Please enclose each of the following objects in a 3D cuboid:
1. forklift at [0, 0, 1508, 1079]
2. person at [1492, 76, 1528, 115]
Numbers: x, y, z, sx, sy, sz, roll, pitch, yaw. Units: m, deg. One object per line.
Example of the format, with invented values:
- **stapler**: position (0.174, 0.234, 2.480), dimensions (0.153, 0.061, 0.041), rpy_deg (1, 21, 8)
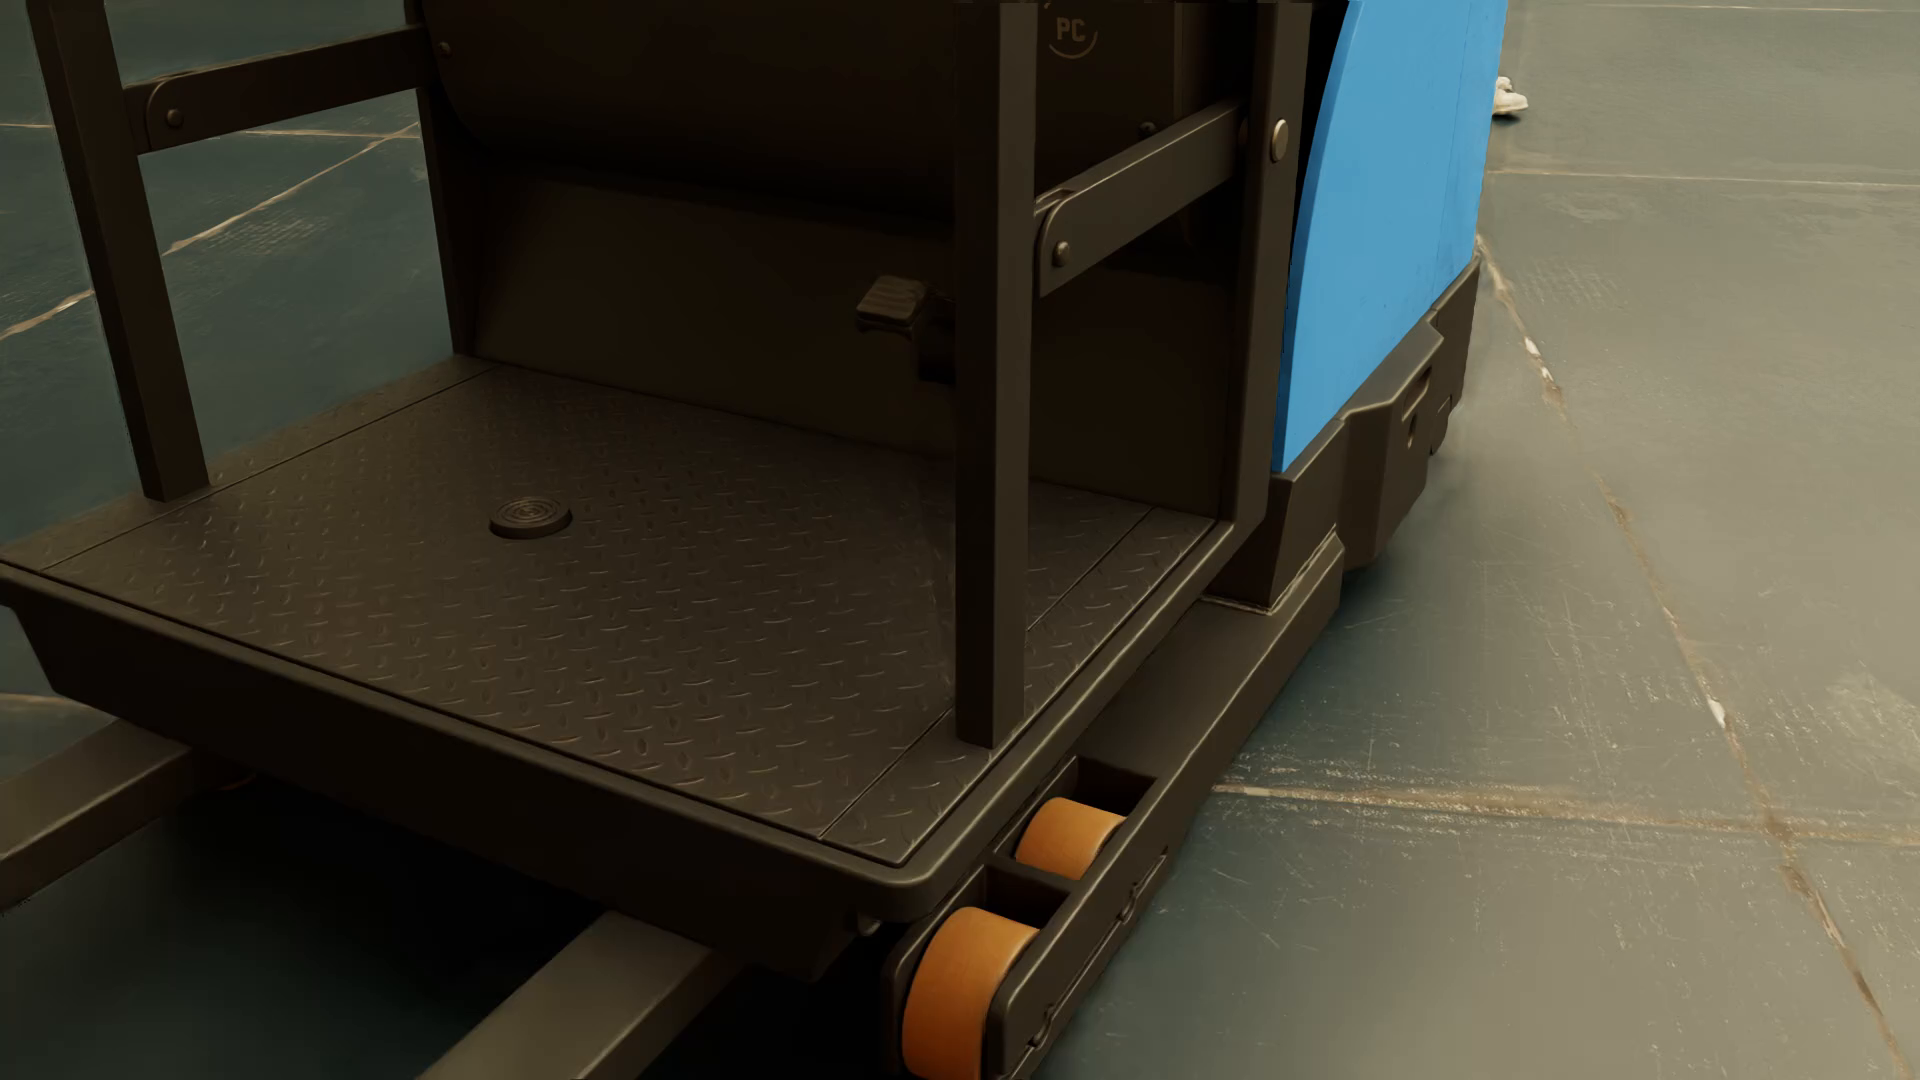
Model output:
- **forklift**: position (-0.286, -1.041, 1.303), dimensions (1.130, 2.935, 3.031), rpy_deg (14, 30, 25)
- **person**: position (1.613, -2.228, 4.967), dimensions (0.567, 1.787, 0.696), rpy_deg (17, 31, 31)
